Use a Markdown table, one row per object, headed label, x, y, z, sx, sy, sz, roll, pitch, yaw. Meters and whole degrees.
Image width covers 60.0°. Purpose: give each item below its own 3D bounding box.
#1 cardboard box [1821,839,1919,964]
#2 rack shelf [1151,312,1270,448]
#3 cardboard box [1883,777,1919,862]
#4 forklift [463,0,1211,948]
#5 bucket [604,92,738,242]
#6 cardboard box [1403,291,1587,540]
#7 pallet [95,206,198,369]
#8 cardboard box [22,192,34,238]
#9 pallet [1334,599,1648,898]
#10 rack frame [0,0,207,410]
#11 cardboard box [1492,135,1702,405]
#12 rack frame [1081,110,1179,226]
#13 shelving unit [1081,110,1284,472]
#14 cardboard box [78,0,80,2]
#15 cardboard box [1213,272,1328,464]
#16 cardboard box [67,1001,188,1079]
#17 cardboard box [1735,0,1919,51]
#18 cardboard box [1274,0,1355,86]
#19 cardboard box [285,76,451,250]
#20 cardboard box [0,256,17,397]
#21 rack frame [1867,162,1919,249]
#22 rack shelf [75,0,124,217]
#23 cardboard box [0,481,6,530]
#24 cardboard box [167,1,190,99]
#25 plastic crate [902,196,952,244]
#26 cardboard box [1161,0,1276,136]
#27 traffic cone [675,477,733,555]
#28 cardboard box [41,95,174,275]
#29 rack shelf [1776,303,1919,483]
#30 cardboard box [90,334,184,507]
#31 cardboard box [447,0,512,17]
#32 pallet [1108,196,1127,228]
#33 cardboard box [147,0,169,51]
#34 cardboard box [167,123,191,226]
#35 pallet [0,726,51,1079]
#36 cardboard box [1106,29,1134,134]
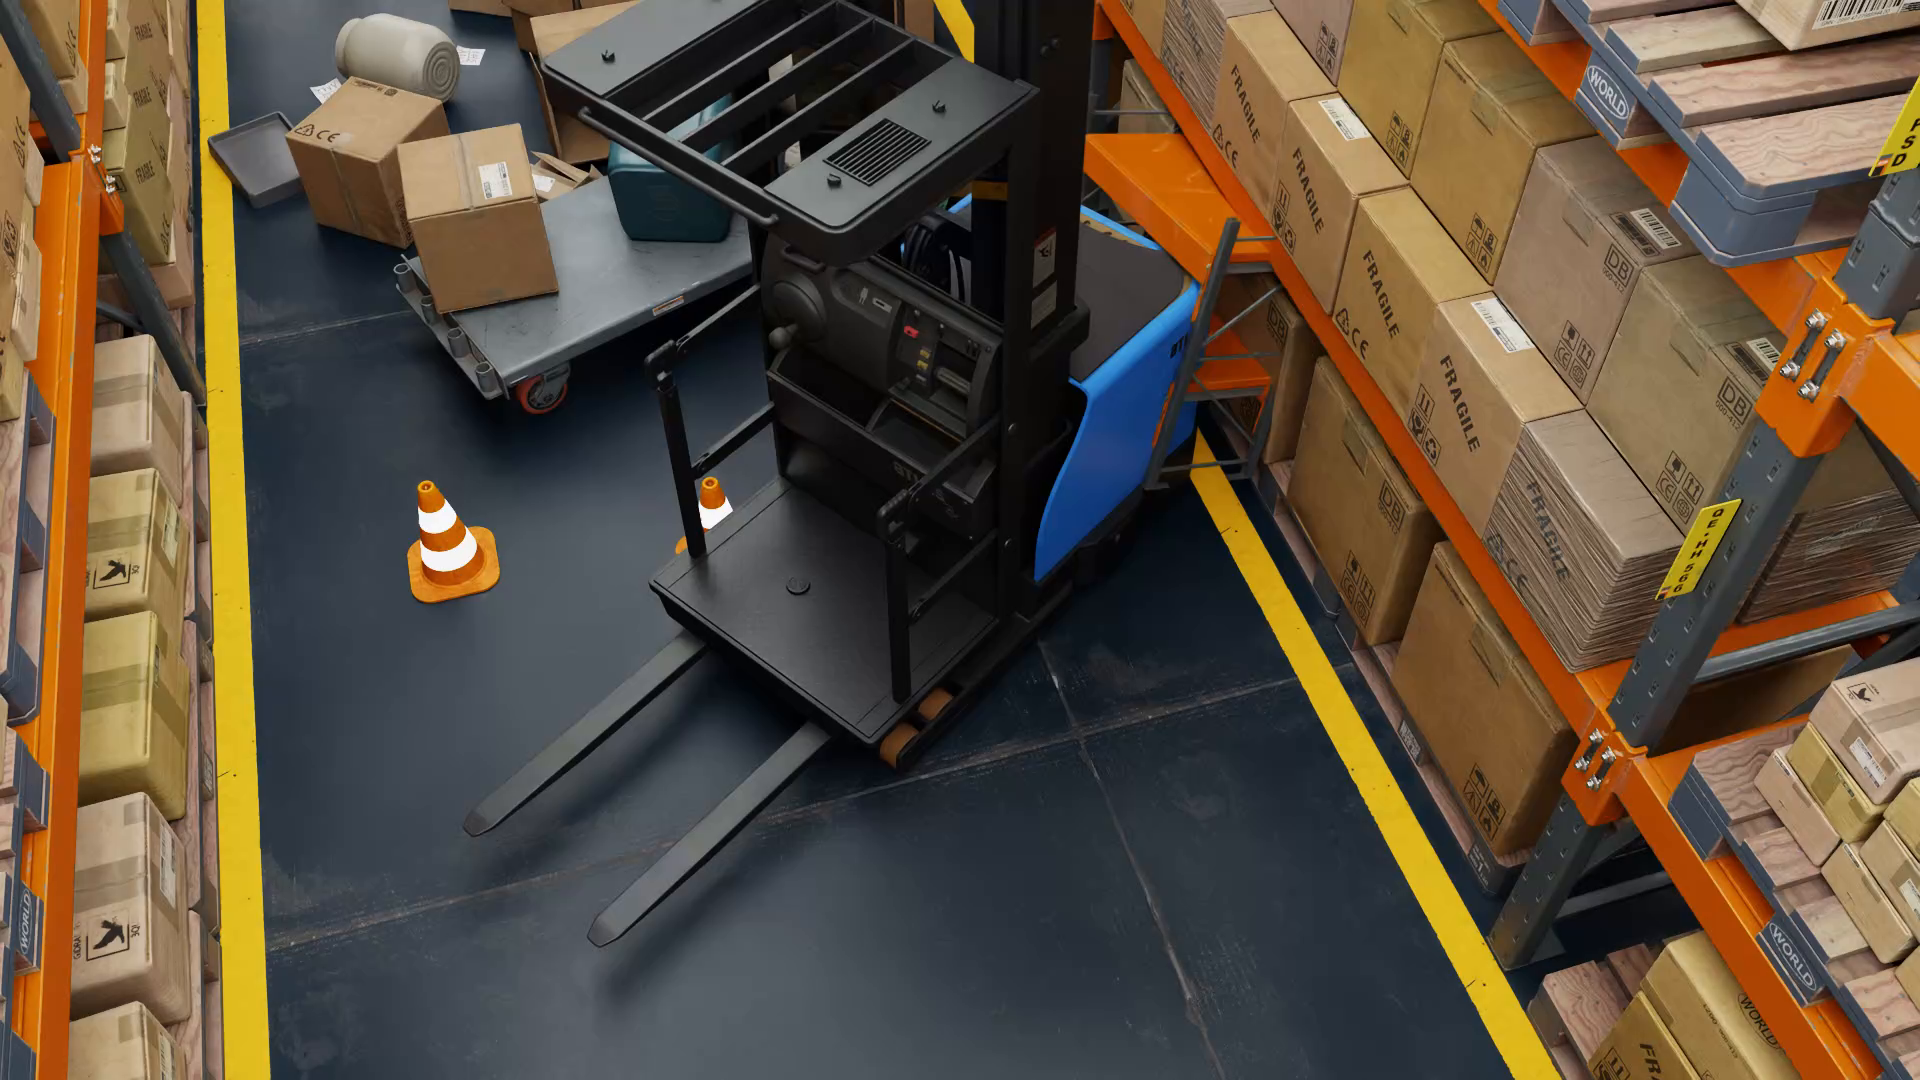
| label | x | y | z | sx | sy | sz | roll | pitch | yaw |
| --- | --- | --- | --- | --- | --- | --- | --- | --- | --- |
| cardboard box | 2.232 | 0.785 | 3.805 | 0.380 | 0.149 | 0.250 | -11 | 51 | -9 |
| rack shelf | 0.761 | -0.781 | 6.549 | 0.538 | 0.278 | 1.000 | -7 | 41 | -27 |
| cardboard box | 2.247 | 0.602 | 3.571 | 0.380 | 0.149 | 0.250 | -15 | 51 | -12 |
| forklift | -0.403 | -0.551 | 5.145 | 1.129 | 2.843 | 3.031 | 33 | 57 | 25 |
| bucket | -1.212 | -1.663 | 7.127 | 0.726 | 0.611 | 0.620 | 2 | 60 | 2 |
| cardboard box | 1.677 | -0.394 | 4.844 | 0.500 | 0.500 | 0.500 | -13 | 51 | -11 |
| pallet | -3.901 | -1.041 | 7.279 | 1.003 | 0.211 | 1.213 | -13 | 51 | -11 |
| cardboard box | -3.192 | -1.002 | 5.312 | 0.380 | 0.149 | 0.250 | -15 | 51 | -12 |
| pallet | 2.052 | 0.577 | 5.915 | 1.003 | 0.211 | 1.213 | -13 | 51 | -11 |
| rack frame | -3.669 | -1.457 | 5.806 | 1.000 | 3.000 | 0.127 | -13 | 51 | -11 |
| cardboard box | 1.939 | -0.783 | 4.518 | 0.700 | 0.500 | 0.500 | -14 | 51 | -12 |
| rack frame | 0.592 | -1.280 | 6.750 | 0.475 | 0.981 | 0.013 | -7 | 41 | -27 |
| shelving unit | 0.808 | -0.974 | 6.407 | 0.538 | 0.981 | 1.030 | -7 | 41 | -27 |
| cardboard box | -3.727 | -2.227 | 6.620 | 0.380 | 0.149 | 0.250 | -12 | 51 | -10 |
| cardboard box | 1.581 | -0.922 | 6.552 | 1.050 | 0.750 | 0.750 | -13 | 51 | -11 |
| cardboard box | -2.643 | 1.761 | 4.537 | 0.950 | 0.372 | 0.625 | -16 | 52 | -13 |
| cardboard box | 1.826 | -1.176 | 3.420 | 0.380 | 0.166 | 0.250 | -13 | 51 | -11 |
| cardboard box | 1.486 | -1.899 | 5.459 | 0.700 | 0.500 | 0.500 | -13 | 51 | -11 |
| cardboard box | -2.686 | -1.743 | 7.680 | 0.500 | 0.500 | 0.500 | 18 | 52 | 14 |
| cardboard box | -3.018 | -0.695 | 4.629 | 0.500 | 0.500 | 0.500 | -12 | 51 | -10 |
| rack frame | 2.213 | -1.662 | 2.055 | 1.000 | 3.000 | 0.127 | -13 | 51 | -11 |
| rack shelf | -4.260 | -2.686 | 7.313 | 1.077 | 0.370 | 4.000 | -13 | 51 | -11 |
| cardboard box | -2.836 | -0.061 | 4.519 | 0.380 | 0.149 | 0.250 | -12 | 51 | -10 |
| cardboard box | -4.050 | -2.337 | 8.072 | 0.500 | 0.250 | 0.500 | -15 | 51 | -12 |
| plastic crate | -0.273 | -1.593 | 7.722 | 0.450 | 0.188 | 0.662 | 16 | 51 | 0 |
| cardboard box | 1.079 | -1.869 | 6.088 | 0.500 | 0.500 | 0.500 | -13 | 51 | -11 |
| traffic cone | -0.923 | -0.065 | 6.292 | 0.336 | 0.463 | 0.334 | -13 | 51 | -11 |
| cardboard box | -3.585 | -1.440 | 6.825 | 0.500 | 0.500 | 0.500 | -11 | 51 | -9 |
| rack shelf | 2.805 | 0.997 | 2.246 | 1.077 | 0.370 | 4.000 | -13 | 51 | -11 |
| cardboard box | -3.511 | -0.363 | 6.328 | 0.950 | 0.372 | 0.625 | -13 | 51 | -11 |
| cardboard box | -2.534 | -2.960 | 8.938 | 0.380 | 0.149 | 0.250 | 10 | 51 | 8 |
| pallet | 1.330 | -1.205 | 7.417 | 1.003 | 0.211 | 1.213 | -13 | 51 | -11 |
| cardboard box | -4.065 | -2.593 | 7.797 | 0.500 | 0.500 | 0.500 | -14 | 51 | -12 |
| cardboard box | -3.754 | -1.586 | 7.438 | 0.500 | 0.250 | 0.500 | -11 | 51 | -9 |
| pallet | -2.798 | 1.030 | 3.835 | 1.213 | 0.211 | 1.003 | -13 | 51 | -11 |
| cardboard box | 0.911 | -2.576 | 7.864 | 0.875 | 0.875 | 0.875 | -13 | 51 | -10 |
